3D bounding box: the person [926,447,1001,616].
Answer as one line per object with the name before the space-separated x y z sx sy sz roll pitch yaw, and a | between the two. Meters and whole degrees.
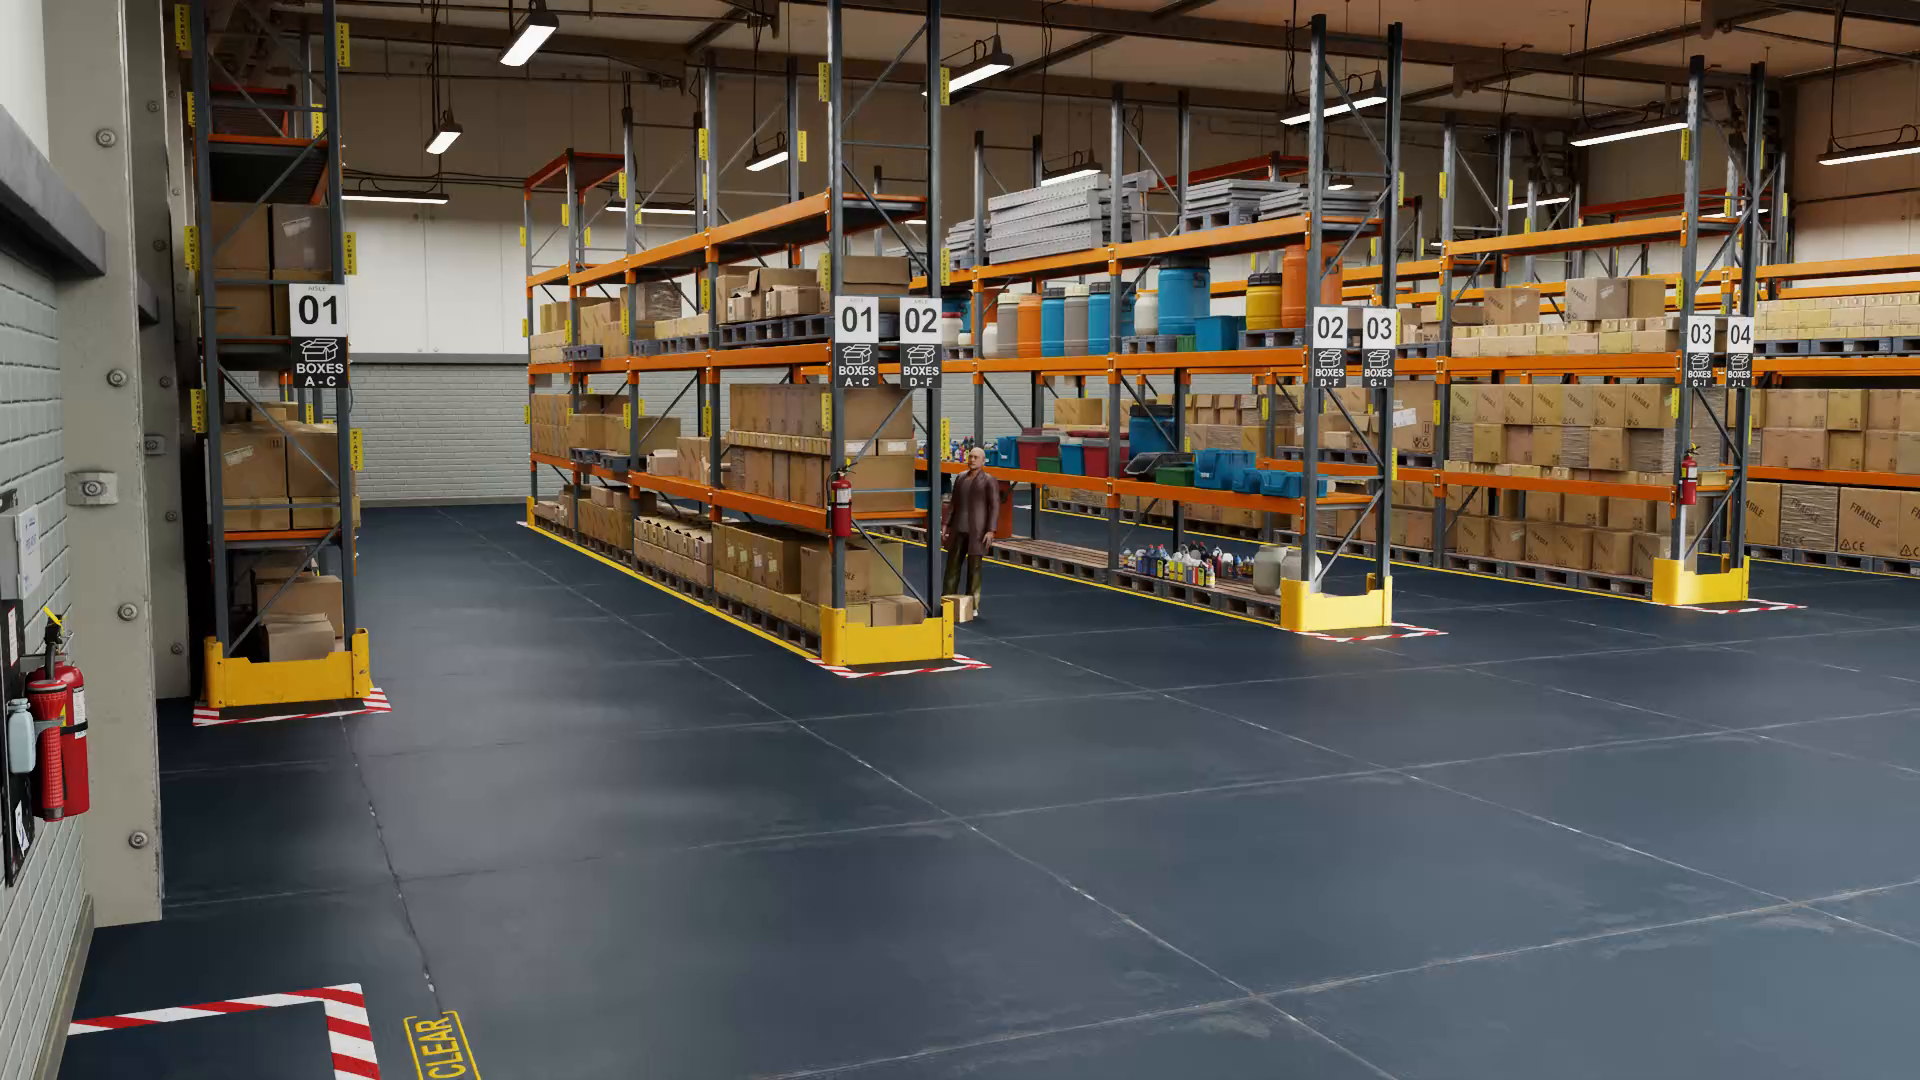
person | 0.052 -0.074 17.393 0.697 1.779 0.579 4 6 34
